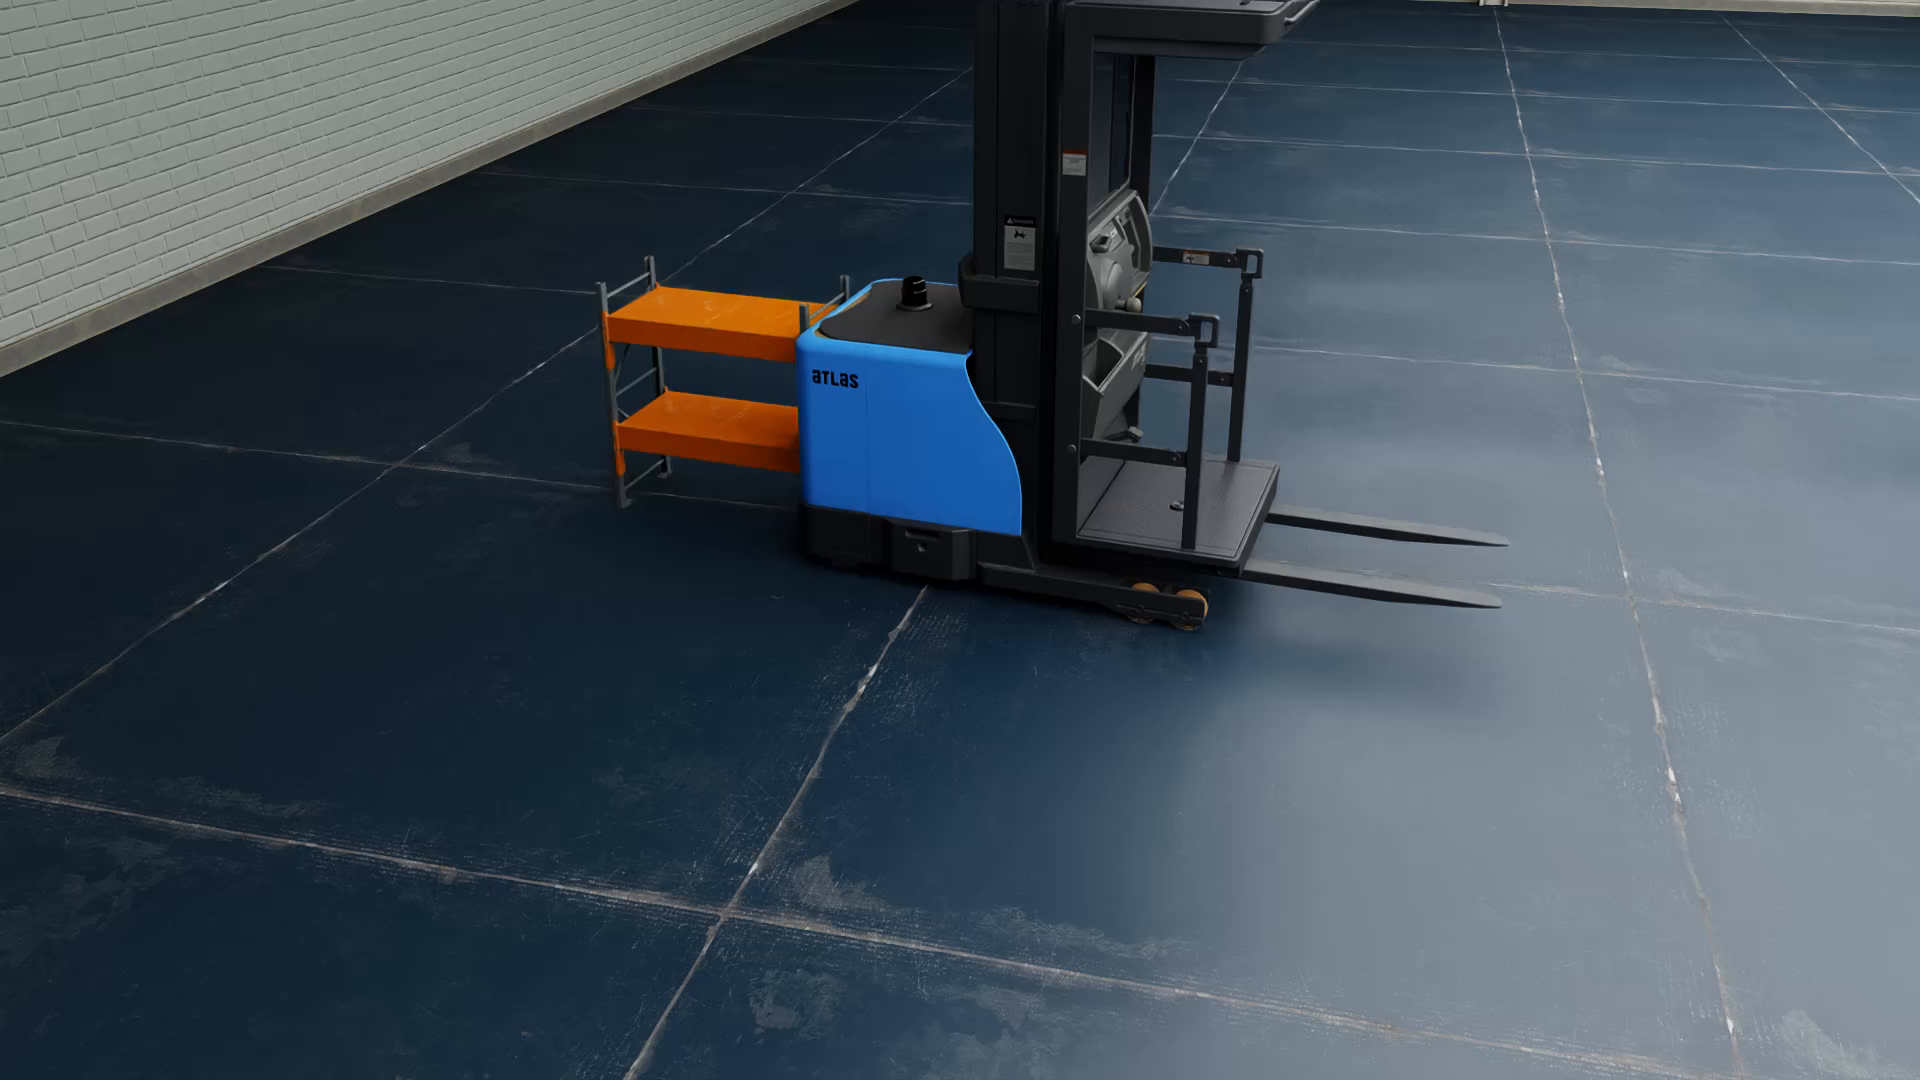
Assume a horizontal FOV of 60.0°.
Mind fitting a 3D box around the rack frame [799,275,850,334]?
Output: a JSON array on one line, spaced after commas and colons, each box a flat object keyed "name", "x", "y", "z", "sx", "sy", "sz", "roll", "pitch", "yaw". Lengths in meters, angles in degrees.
[{"name": "rack frame", "x": -0.610, "y": -0.618, "z": 7.740, "sx": 0.032, "sy": 1.125, "sz": 0.500, "roll": 8, "pitch": 27, "yaw": 17}]

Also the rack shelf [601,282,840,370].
[{"name": "rack shelf", "x": -1.091, "y": -0.954, "z": 7.765, "sx": 1.000, "sy": 0.278, "sz": 0.538, "roll": 8, "pitch": 27, "yaw": 17}]

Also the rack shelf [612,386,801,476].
[{"name": "rack shelf", "x": -1.091, "y": -0.469, "z": 7.996, "sx": 1.000, "sy": 0.278, "sz": 0.538, "roll": 8, "pitch": 27, "yaw": 17}]

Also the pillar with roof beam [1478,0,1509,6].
[{"name": "pillar with roof beam", "x": 6.617, "y": -10.000, "z": 18.286, "sx": 0.400, "sy": 9.000, "sz": 9.100, "roll": 6, "pitch": 26, "yaw": 13}]

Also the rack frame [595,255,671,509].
[{"name": "rack frame", "x": -1.571, "y": -0.762, "z": 8.041, "sx": 0.032, "sy": 1.125, "sz": 0.500, "roll": 8, "pitch": 27, "yaw": 17}]

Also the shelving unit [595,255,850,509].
[{"name": "shelving unit", "x": -1.091, "y": -0.690, "z": 7.890, "sx": 1.048, "sy": 1.125, "sz": 0.538, "roll": 8, "pitch": 27, "yaw": 17}]

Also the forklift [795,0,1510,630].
[{"name": "forklift", "x": 0.852, "y": -1.203, "z": 6.867, "sx": 3.031, "sy": 2.935, "sz": 1.130, "roll": 8, "pitch": 27, "yaw": 17}]
